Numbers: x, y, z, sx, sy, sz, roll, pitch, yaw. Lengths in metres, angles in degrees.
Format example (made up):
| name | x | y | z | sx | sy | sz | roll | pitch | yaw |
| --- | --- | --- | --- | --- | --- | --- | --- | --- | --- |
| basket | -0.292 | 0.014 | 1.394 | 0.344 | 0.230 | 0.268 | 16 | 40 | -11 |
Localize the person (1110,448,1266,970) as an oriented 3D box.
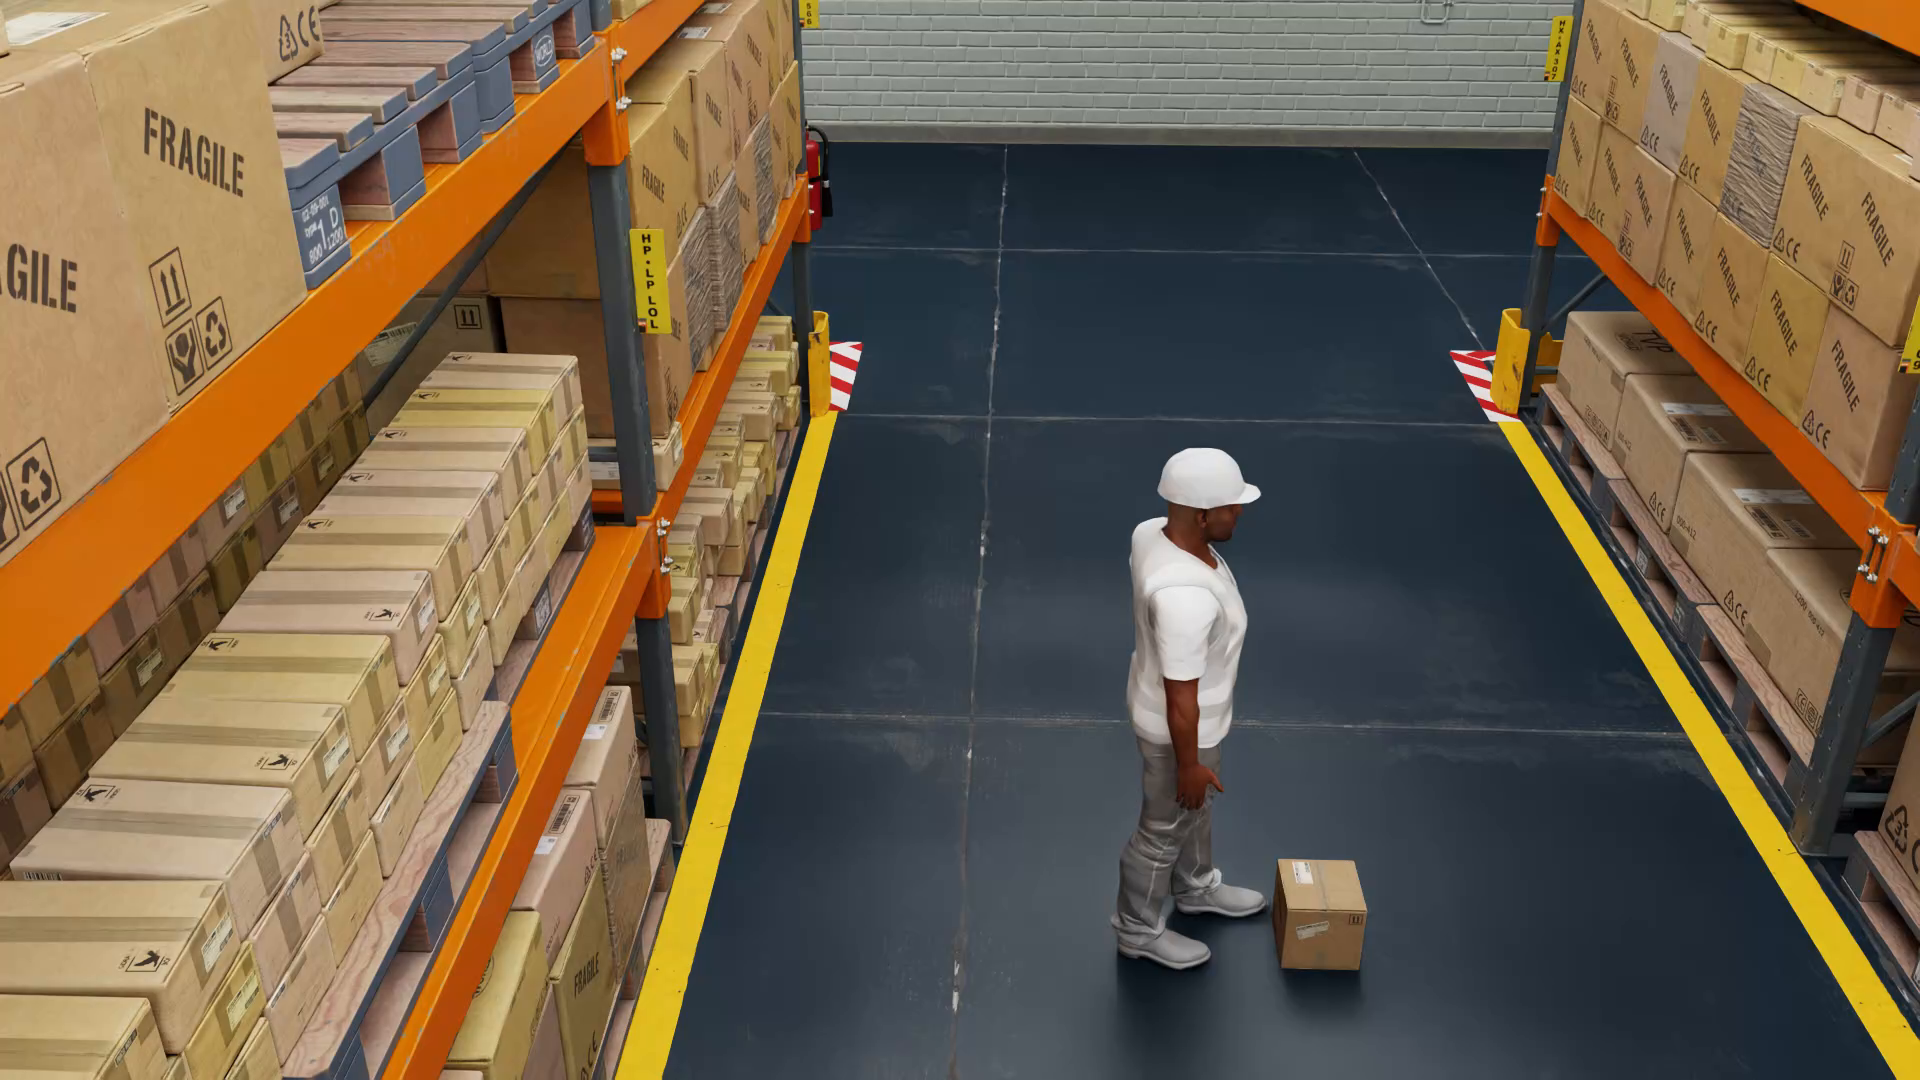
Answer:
| name | x | y | z | sx | sy | sz | roll | pitch | yaw |
| --- | --- | --- | --- | --- | --- | --- | --- | --- | --- |
| person | 0.758 | 0.534 | 5.070 | 0.537 | 1.770 | 0.602 | 1 | 28 | 2 |
